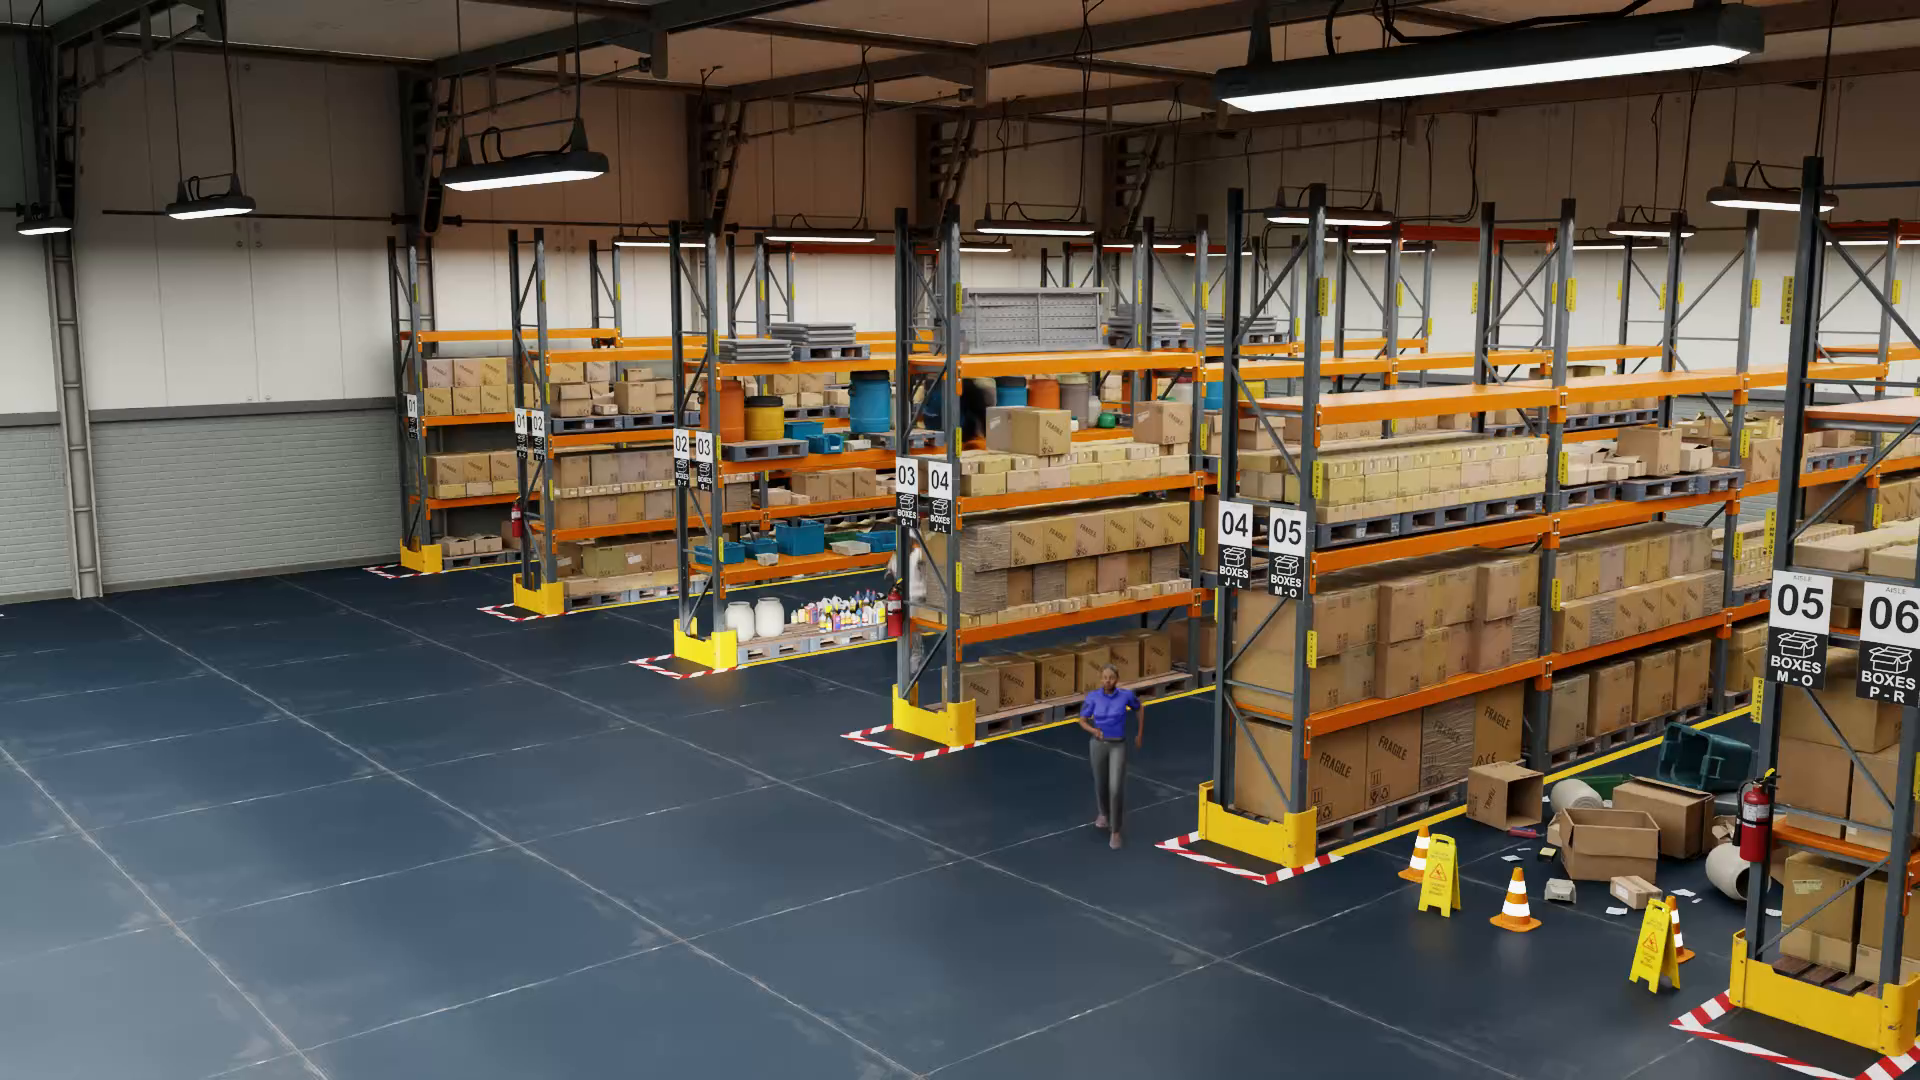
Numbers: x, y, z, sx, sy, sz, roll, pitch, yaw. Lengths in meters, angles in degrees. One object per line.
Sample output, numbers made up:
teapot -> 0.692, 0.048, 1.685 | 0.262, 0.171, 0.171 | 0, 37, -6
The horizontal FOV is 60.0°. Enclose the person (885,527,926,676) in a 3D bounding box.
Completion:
person -> -0.665, 0.770, 21.206 | 0.667, 1.878, 0.719 | 8, 12, 41

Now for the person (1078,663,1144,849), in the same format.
person -> 1.406, 2.004, 15.532 | 0.597, 1.722, 0.756 | 2, 9, 11
